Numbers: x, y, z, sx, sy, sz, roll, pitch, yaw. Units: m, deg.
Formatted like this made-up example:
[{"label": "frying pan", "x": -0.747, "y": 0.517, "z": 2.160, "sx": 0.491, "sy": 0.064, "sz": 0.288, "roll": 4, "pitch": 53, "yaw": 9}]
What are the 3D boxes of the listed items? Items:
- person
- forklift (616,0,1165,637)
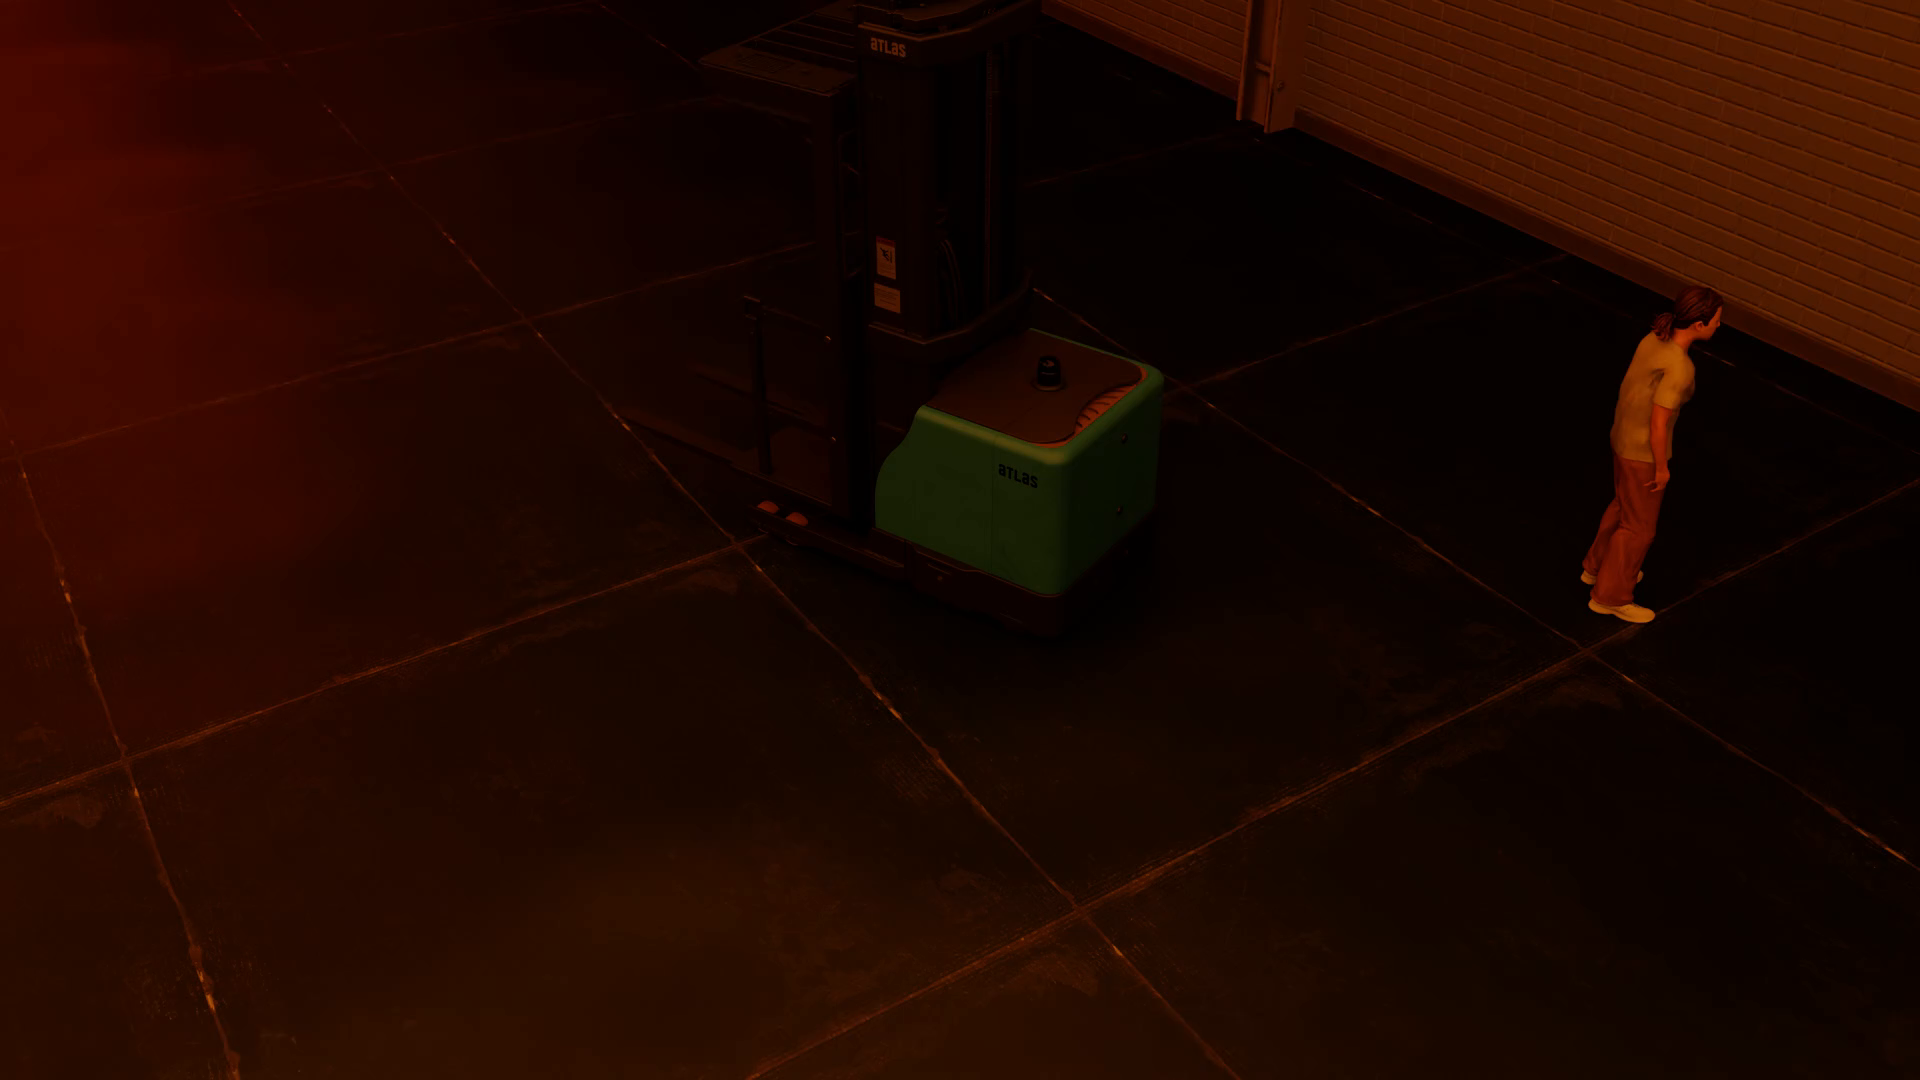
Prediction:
[{"label": "person", "x": 3.252, "y": -0.424, "z": 7.847, "sx": 0.360, "sy": 1.672, "sz": 0.521, "roll": 4, "pitch": 35, "yaw": 5}, {"label": "forklift", "x": -0.500, "y": -1.399, "z": 8.138, "sx": 3.031, "sy": 2.935, "sz": 1.130, "roll": 22, "pitch": 41, "yaw": 28}]
